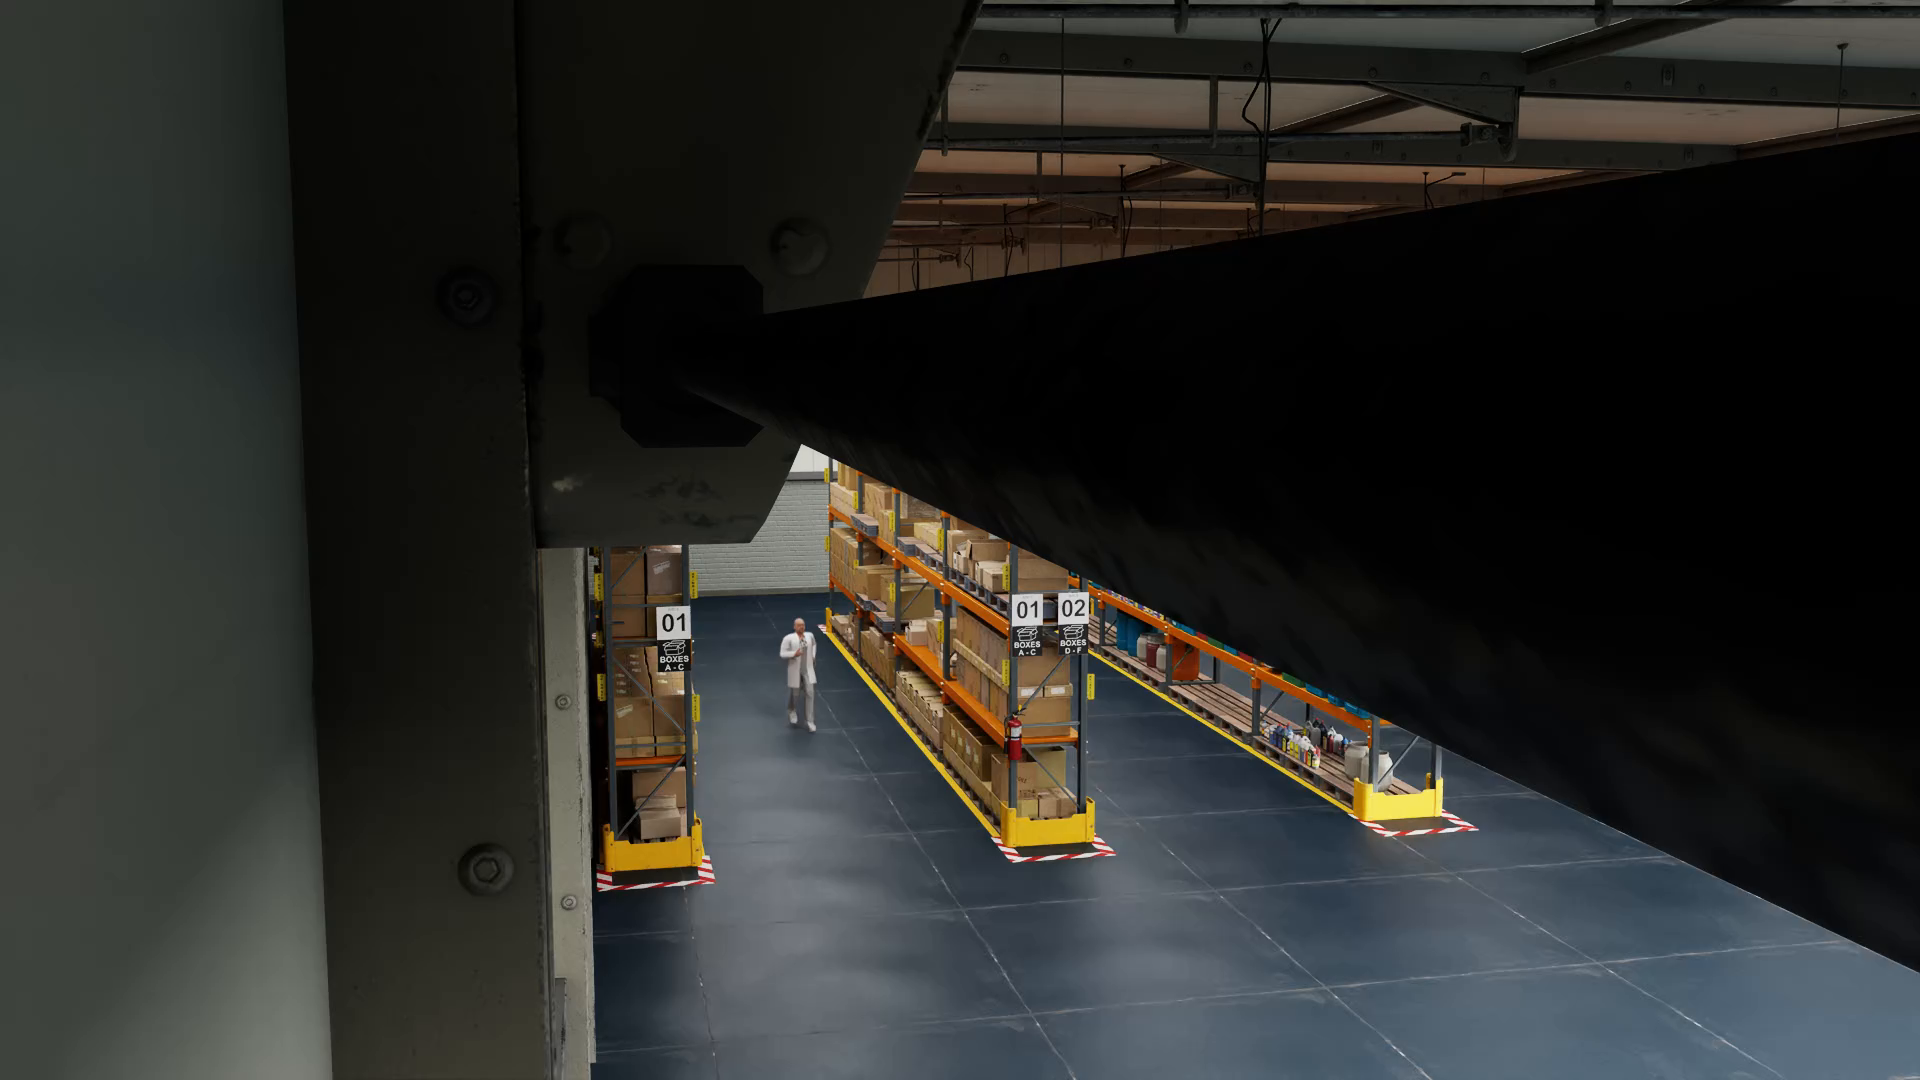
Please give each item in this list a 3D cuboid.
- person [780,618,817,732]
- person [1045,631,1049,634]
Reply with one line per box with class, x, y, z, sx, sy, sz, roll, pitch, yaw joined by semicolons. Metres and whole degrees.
person;-2.620;2.177;27.295;0.698;1.794;0.969;-3;7;-22
person;1.420;1.853;30.932;0.564;1.637;0.764;-3;8;-27
